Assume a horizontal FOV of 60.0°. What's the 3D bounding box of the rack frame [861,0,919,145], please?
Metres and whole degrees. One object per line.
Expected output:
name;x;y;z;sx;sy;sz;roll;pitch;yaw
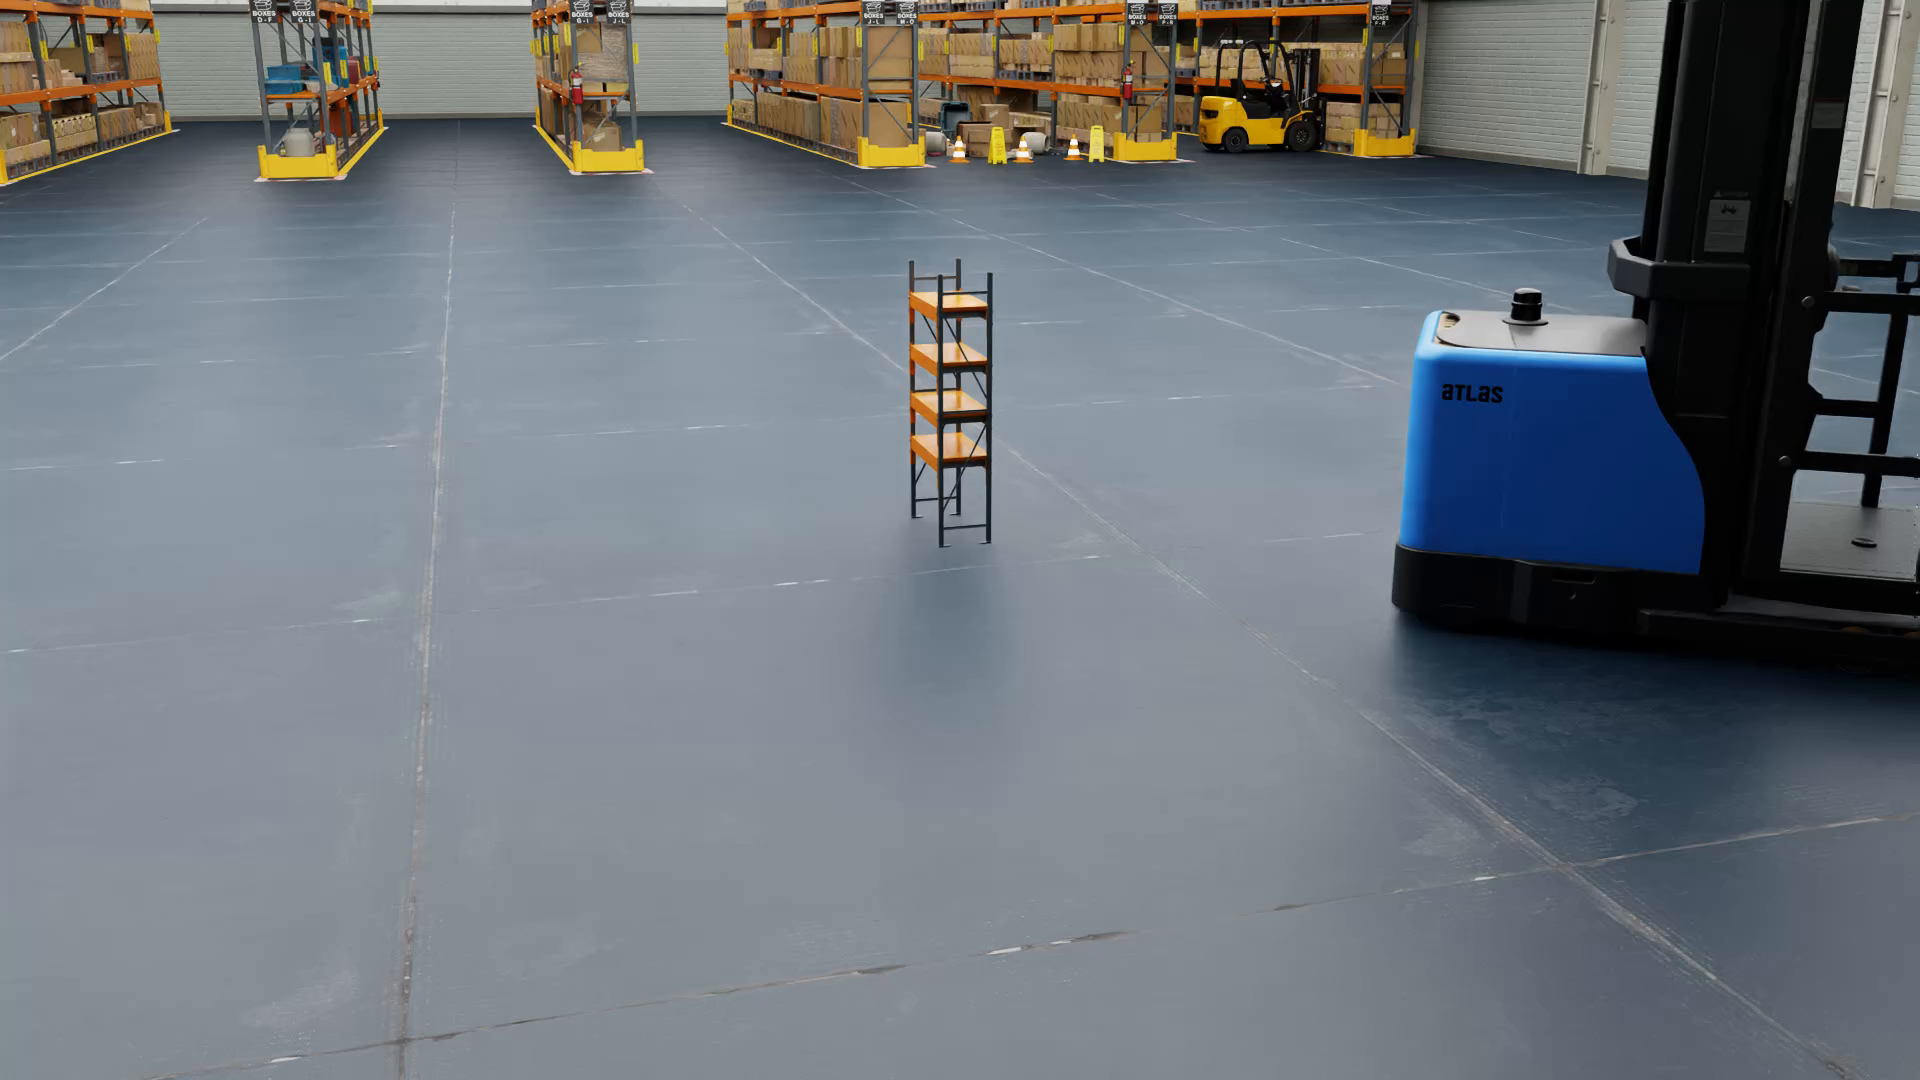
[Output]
rack frame;-1.233;-8.155;29.388;1.000;3.000;0.127;-5;17;-15

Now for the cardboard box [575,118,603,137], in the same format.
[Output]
cardboard box;-7.058;-7.788;31.779;0.500;0.500;0.500;-5;18;-17

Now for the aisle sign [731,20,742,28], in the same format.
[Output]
aisle sign;-5.939;-13.823;43.736;0.394;0.787;0.004;-5;17;-15

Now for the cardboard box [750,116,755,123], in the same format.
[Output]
cardboard box;-4.967;-10.392;41.059;0.380;0.149;0.250;-4;17;-15

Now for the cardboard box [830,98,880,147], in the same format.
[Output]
cardboard box;-1.976;-8.017;31.890;0.875;0.875;0.875;-5;17;-15

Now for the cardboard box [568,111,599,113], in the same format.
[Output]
cardboard box;-7.861;-8.681;34.719;0.700;0.500;0.500;-6;18;-20

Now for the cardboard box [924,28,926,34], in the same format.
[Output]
cardboard box;-0.725;-13.358;43.667;0.380;0.149;0.250;-5;17;-15

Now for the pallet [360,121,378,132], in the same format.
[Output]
pallet;-15.000;-10.259;41.237;1.003;0.211;1.213;-5;17;-15

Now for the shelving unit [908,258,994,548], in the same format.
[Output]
shelving unit;-0.045;-0.620;7.432;0.258;1.200;0.503;-5;17;-15

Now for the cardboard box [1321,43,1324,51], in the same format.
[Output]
cardboard box;7.542;-9.975;33.628;0.380;0.149;0.250;-4;17;-14

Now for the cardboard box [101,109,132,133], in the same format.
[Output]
cardboard box;-18.315;-9.091;36.081;0.500;0.500;0.500;-5;17;-15

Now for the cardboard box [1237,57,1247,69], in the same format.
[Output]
cardboard box;6.507;-10.641;37.056;0.500;0.250;0.500;-4;17;-14

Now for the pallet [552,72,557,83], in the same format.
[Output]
pallet;-7.930;-9.723;34.941;1.213;0.211;1.003;-5;17;-15

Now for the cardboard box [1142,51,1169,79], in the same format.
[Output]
cardboard box;3.635;-8.918;31.236;0.500;0.500;0.500;-5;17;-16

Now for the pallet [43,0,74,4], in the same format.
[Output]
pallet;-17.172;-10.078;30.903;1.003;0.211;1.213;-4;17;-13

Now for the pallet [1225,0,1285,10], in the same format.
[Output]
pallet;6.654;-12.037;37.425;1.003;0.211;1.213;-4;17;-13

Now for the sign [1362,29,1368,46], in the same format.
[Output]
sign;7.744;-9.597;31.763;0.100;0.325;0.005;-5;17;-15

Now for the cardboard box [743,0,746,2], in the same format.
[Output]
cardboard box;-5.034;-13.331;40.796;0.500;0.250;0.500;-5;18;-18

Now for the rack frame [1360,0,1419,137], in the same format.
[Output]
rack frame;8.270;-8.968;32.093;1.000;3.000;0.127;-5;17;-15

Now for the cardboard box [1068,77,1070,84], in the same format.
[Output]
cardboard box;2.399;-9.311;33.673;0.380;0.149;0.250;-5;17;-16

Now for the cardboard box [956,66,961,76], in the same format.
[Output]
cardboard box;0.211;-11.536;40.905;0.500;0.250;0.500;-5;17;-17

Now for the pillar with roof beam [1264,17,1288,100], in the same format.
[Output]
pillar with roof beam;3.157;-13.424;36.501;9.100;9.000;0.400;-5;17;-15

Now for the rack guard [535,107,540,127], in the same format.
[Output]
rack guard;-10.434;-11.026;43.291;1.175;0.500;0.348;-5;17;-15

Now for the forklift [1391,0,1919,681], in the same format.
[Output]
forklift;3.236;-1.084;5.964;3.031;2.935;1.130;5;17;17

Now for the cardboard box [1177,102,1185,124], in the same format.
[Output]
cardboard box;5.621;-10.424;40.556;0.500;0.500;0.500;-5;17;-16

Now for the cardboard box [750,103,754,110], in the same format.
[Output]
cardboard box;-4.988;-10.741;41.186;0.380;0.149;0.250;-4;17;-15

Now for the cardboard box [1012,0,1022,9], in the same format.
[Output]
cardboard box;1.551;-12.009;36.829;0.700;0.500;0.500;-5;17;-15

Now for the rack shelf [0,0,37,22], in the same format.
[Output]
rack shelf;-16.106;-8.654;27.085;1.077;0.370;4.000;-5;17;-15

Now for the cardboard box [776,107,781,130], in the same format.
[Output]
cardboard box;-3.864;-9.533;37.591;0.500;0.500;0.500;-5;17;-16

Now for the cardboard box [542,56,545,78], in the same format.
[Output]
cardboard box;-9.442;-11.011;38.722;0.500;0.500;0.500;-5;17;-15

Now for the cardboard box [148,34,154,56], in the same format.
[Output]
cardboard box;-19.427;-11.720;39.344;0.500;0.500;0.500;-4;17;-14

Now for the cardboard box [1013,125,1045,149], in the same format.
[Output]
cardboard box;1.385;-8.081;33.481;0.500;0.500;0.500;7;18;23

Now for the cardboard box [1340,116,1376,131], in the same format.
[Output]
cardboard box;7.835;-8.202;32.723;0.500;0.250;0.500;-5;17;-16

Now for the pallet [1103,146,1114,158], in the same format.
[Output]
pallet;3.288;-7.488;32.012;1.003;0.211;1.213;-5;17;-15

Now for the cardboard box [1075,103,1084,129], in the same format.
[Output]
cardboard box;2.601;-8.449;33.112;0.500;0.500;0.500;-4;17;-12

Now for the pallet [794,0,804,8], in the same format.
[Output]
pallet;-2.894;-11.231;34.742;1.003;0.211;1.213;-4;17;-13

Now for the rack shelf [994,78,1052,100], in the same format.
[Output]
rack shelf;1.849;-9.890;36.412;1.077;0.370;4.000;-5;17;-15

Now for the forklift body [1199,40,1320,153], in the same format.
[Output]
forklift body;5.995;-8.942;33.482;2.313;2.155;1.214;-5;17;-15

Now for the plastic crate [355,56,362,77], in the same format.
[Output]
plastic crate;-14.094;-11.045;38.792;0.402;0.464;0.583;-5;17;-15

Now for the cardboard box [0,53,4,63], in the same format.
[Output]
cardboard box;-15.813;-7.849;27.067;0.380;0.149;0.250;-5;17;-16

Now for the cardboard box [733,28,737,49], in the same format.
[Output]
cardboard box;-5.496;-12.820;42.489;0.500;0.500;0.500;-5;17;-16

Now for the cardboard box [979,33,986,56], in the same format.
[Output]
cardboard box;0.757;-11.578;38.870;0.500;0.500;0.500;-4;17;-14

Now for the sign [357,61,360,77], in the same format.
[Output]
sign;-12.464;-9.736;34.366;0.100;0.325;0.005;-5;17;-15

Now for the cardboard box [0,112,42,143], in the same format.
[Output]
cardboard box;-16.192;-7.109;28.649;0.500;0.500;0.500;-5;17;-15

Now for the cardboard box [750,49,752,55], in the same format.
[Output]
cardboard box;-4.783;-11.618;39.589;0.380;0.149;0.250;-4;17;-14

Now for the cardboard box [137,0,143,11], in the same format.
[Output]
cardboard box;-19.282;-12.402;38.571;0.500;0.250;0.500;-5;17;-15

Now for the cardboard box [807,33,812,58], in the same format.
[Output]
cardboard box;-2.757;-10.207;34.307;0.700;0.500;0.500;-5;17;-15

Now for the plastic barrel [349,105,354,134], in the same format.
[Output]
plastic barrel;-13.452;-9.105;36.011;0.600;0.588;0.708;-5;17;-15

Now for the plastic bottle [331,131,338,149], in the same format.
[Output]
plastic bottle;-11.385;-7.240;30.179;0.144;0.351;0.185;-6;18;-18

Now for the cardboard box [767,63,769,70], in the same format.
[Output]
cardboard box;-4.147;-10.689;37.529;0.380;0.149;0.250;-4;17;-14
